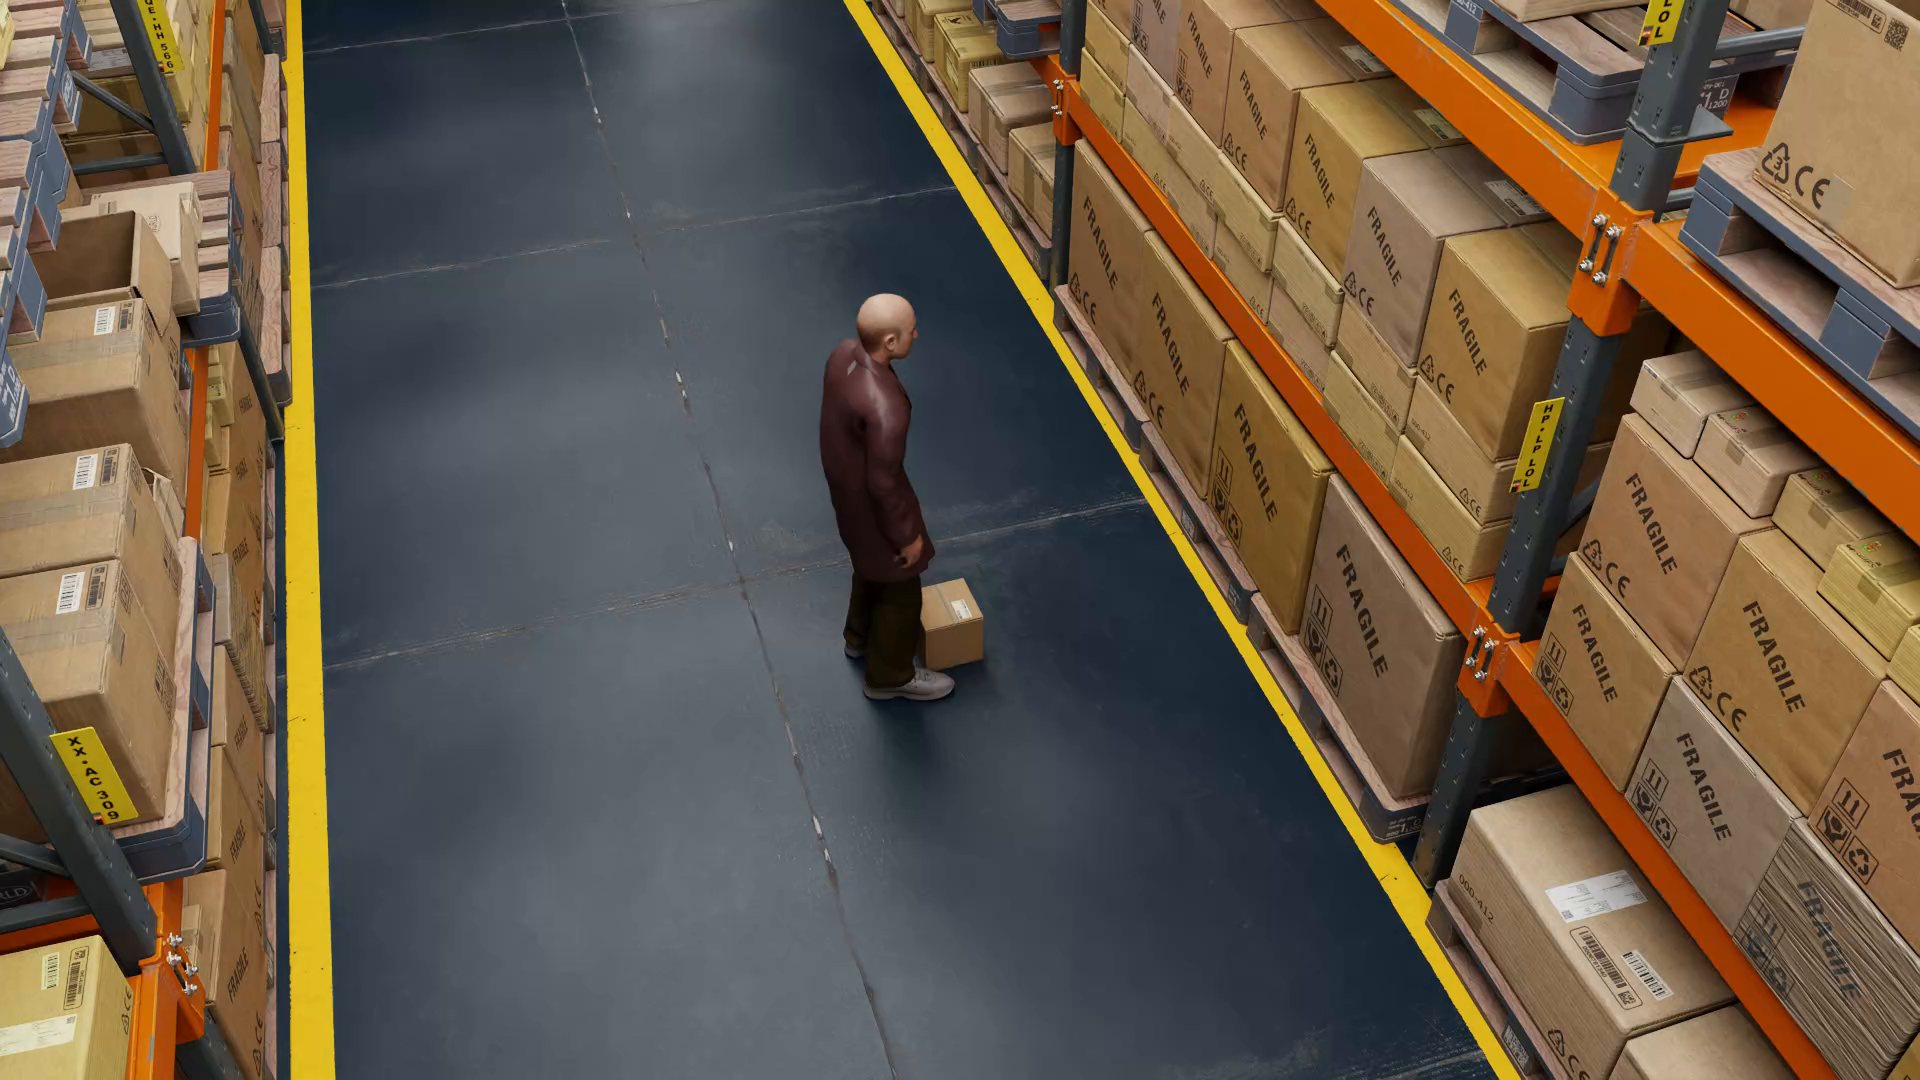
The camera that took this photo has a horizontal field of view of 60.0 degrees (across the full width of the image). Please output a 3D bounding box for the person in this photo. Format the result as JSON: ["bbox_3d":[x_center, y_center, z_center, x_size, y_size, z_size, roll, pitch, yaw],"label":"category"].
[{"bbox_3d":[-0.301,-0.156,6.347,0.423,1.773,0.640,-13,43,-14],"label":"person"}]
